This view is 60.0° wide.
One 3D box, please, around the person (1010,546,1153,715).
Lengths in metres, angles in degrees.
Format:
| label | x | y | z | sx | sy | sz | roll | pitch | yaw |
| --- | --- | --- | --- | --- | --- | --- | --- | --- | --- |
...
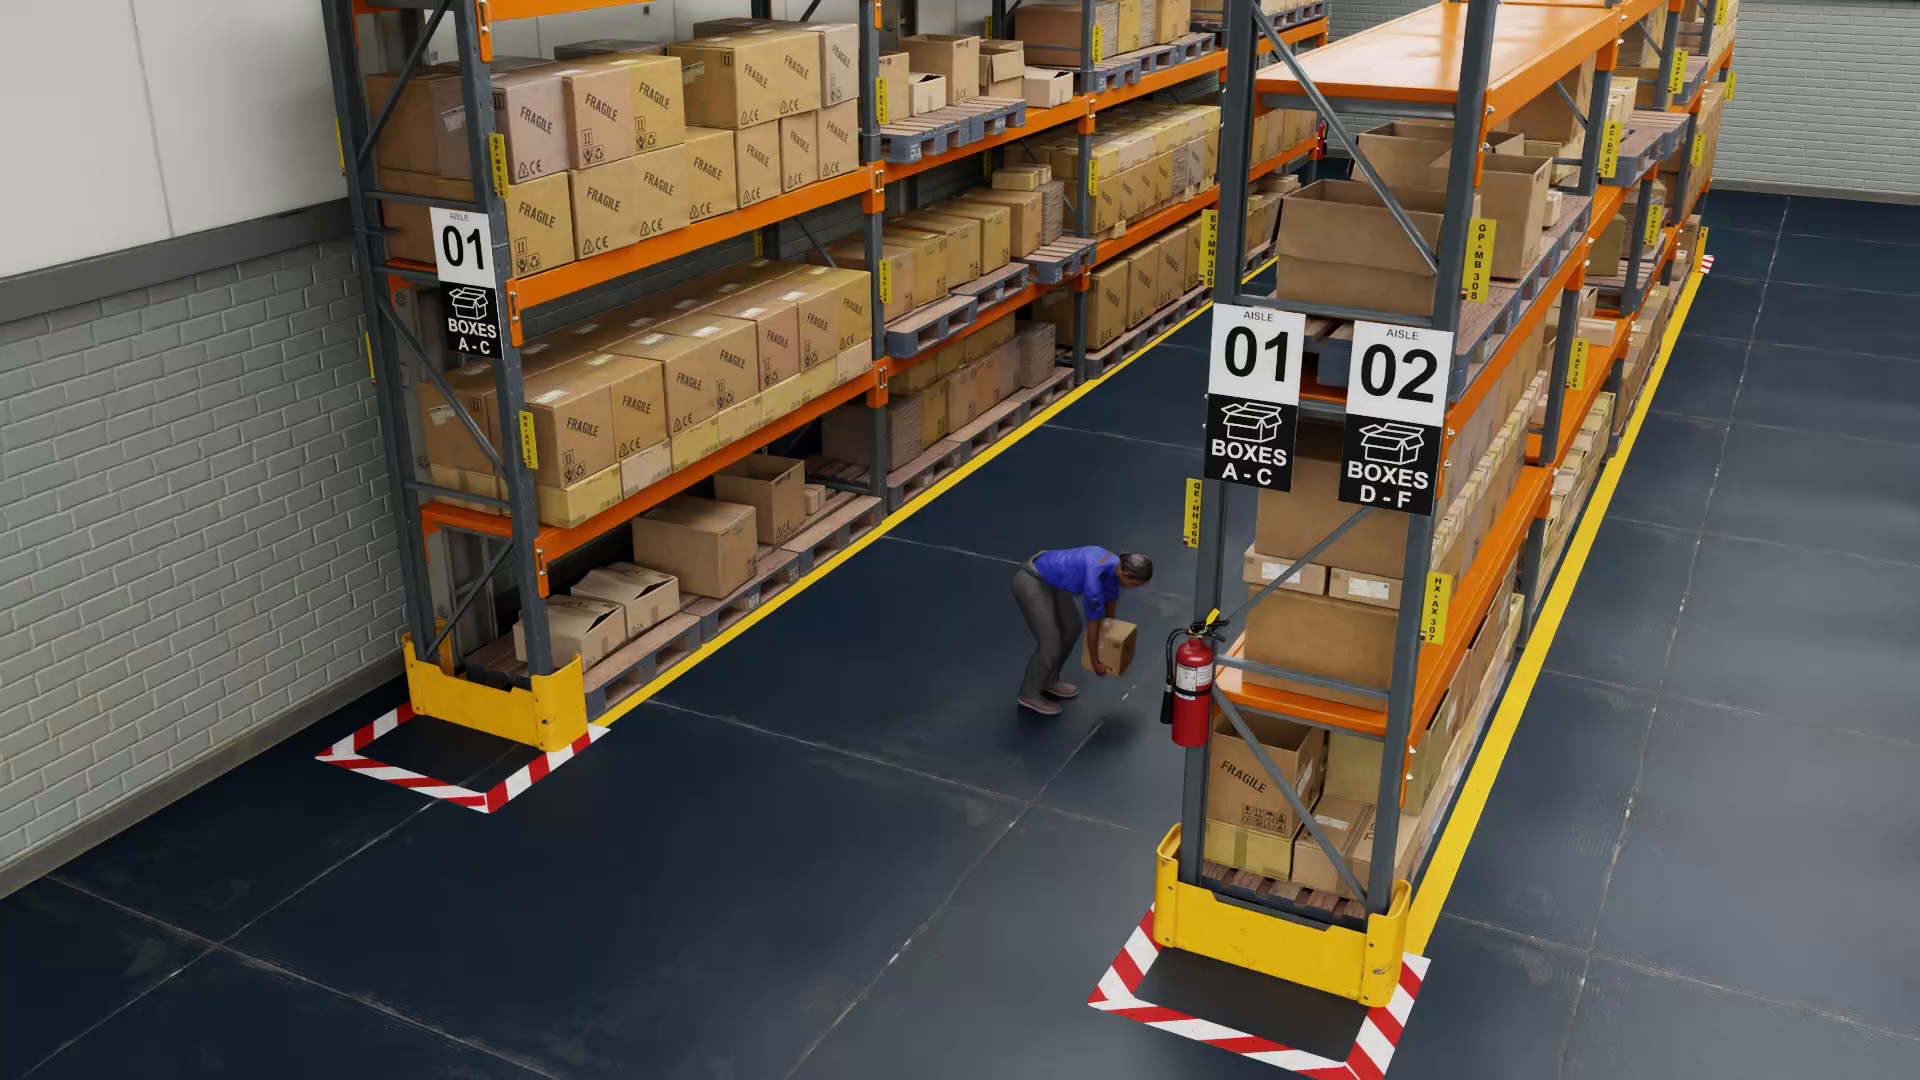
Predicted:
| label | x | y | z | sx | sy | sz | roll | pitch | yaw |
| --- | --- | --- | --- | --- | --- | --- | --- | --- | --- |
| person | 0.744 | 0.535 | 10.176 | 0.867 | 1.112 | 0.420 | 10 | 25 | 23 |
